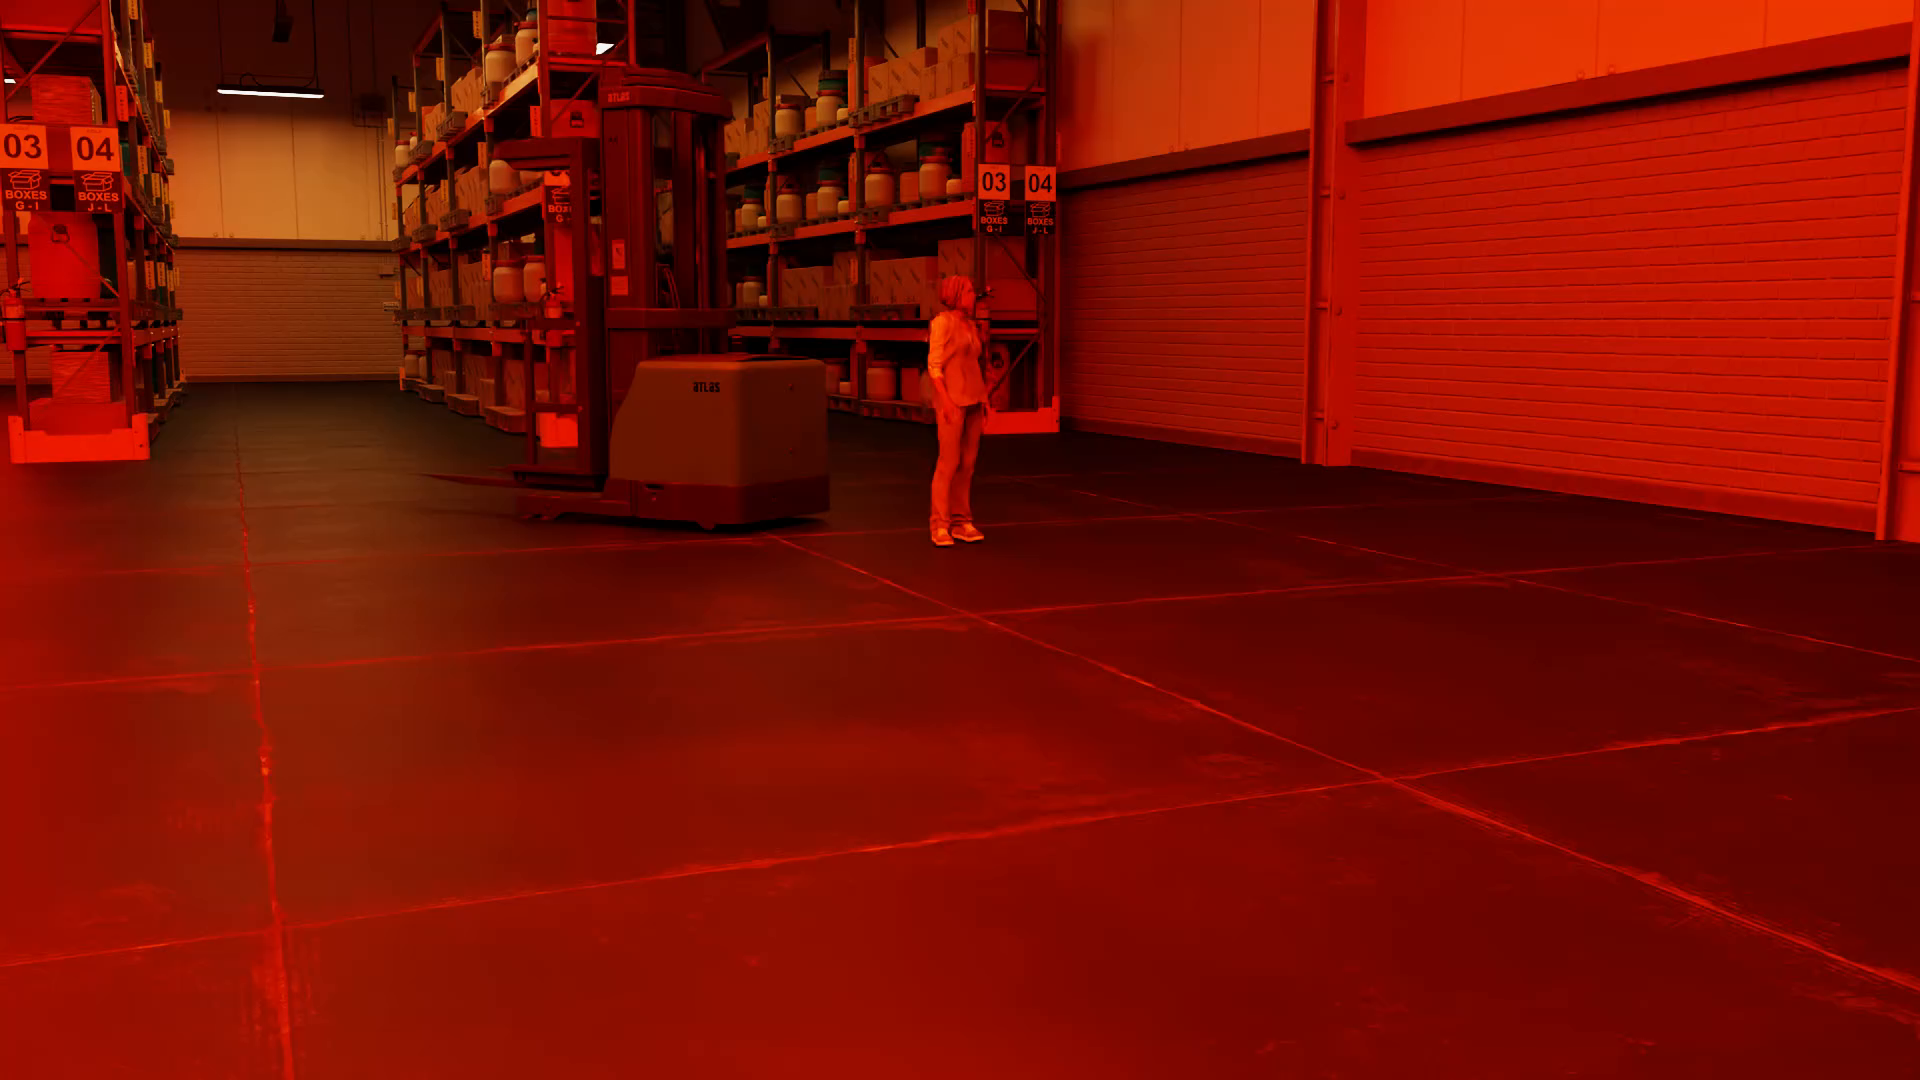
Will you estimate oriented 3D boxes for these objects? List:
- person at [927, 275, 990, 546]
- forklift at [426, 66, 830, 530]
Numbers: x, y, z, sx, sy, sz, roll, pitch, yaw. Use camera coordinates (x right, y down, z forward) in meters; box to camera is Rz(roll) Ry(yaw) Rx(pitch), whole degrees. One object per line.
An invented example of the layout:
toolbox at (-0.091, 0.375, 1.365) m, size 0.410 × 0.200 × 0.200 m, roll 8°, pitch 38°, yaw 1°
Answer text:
person at (-0.012, -0.787, 9.990) m, size 0.358 × 1.599 × 0.617 m, roll 5°, pitch 9°, yaw 32°
forklift at (-2.396, -1.635, 11.343) m, size 3.031 × 2.935 × 1.130 m, roll 5°, pitch 9°, yaw 31°
